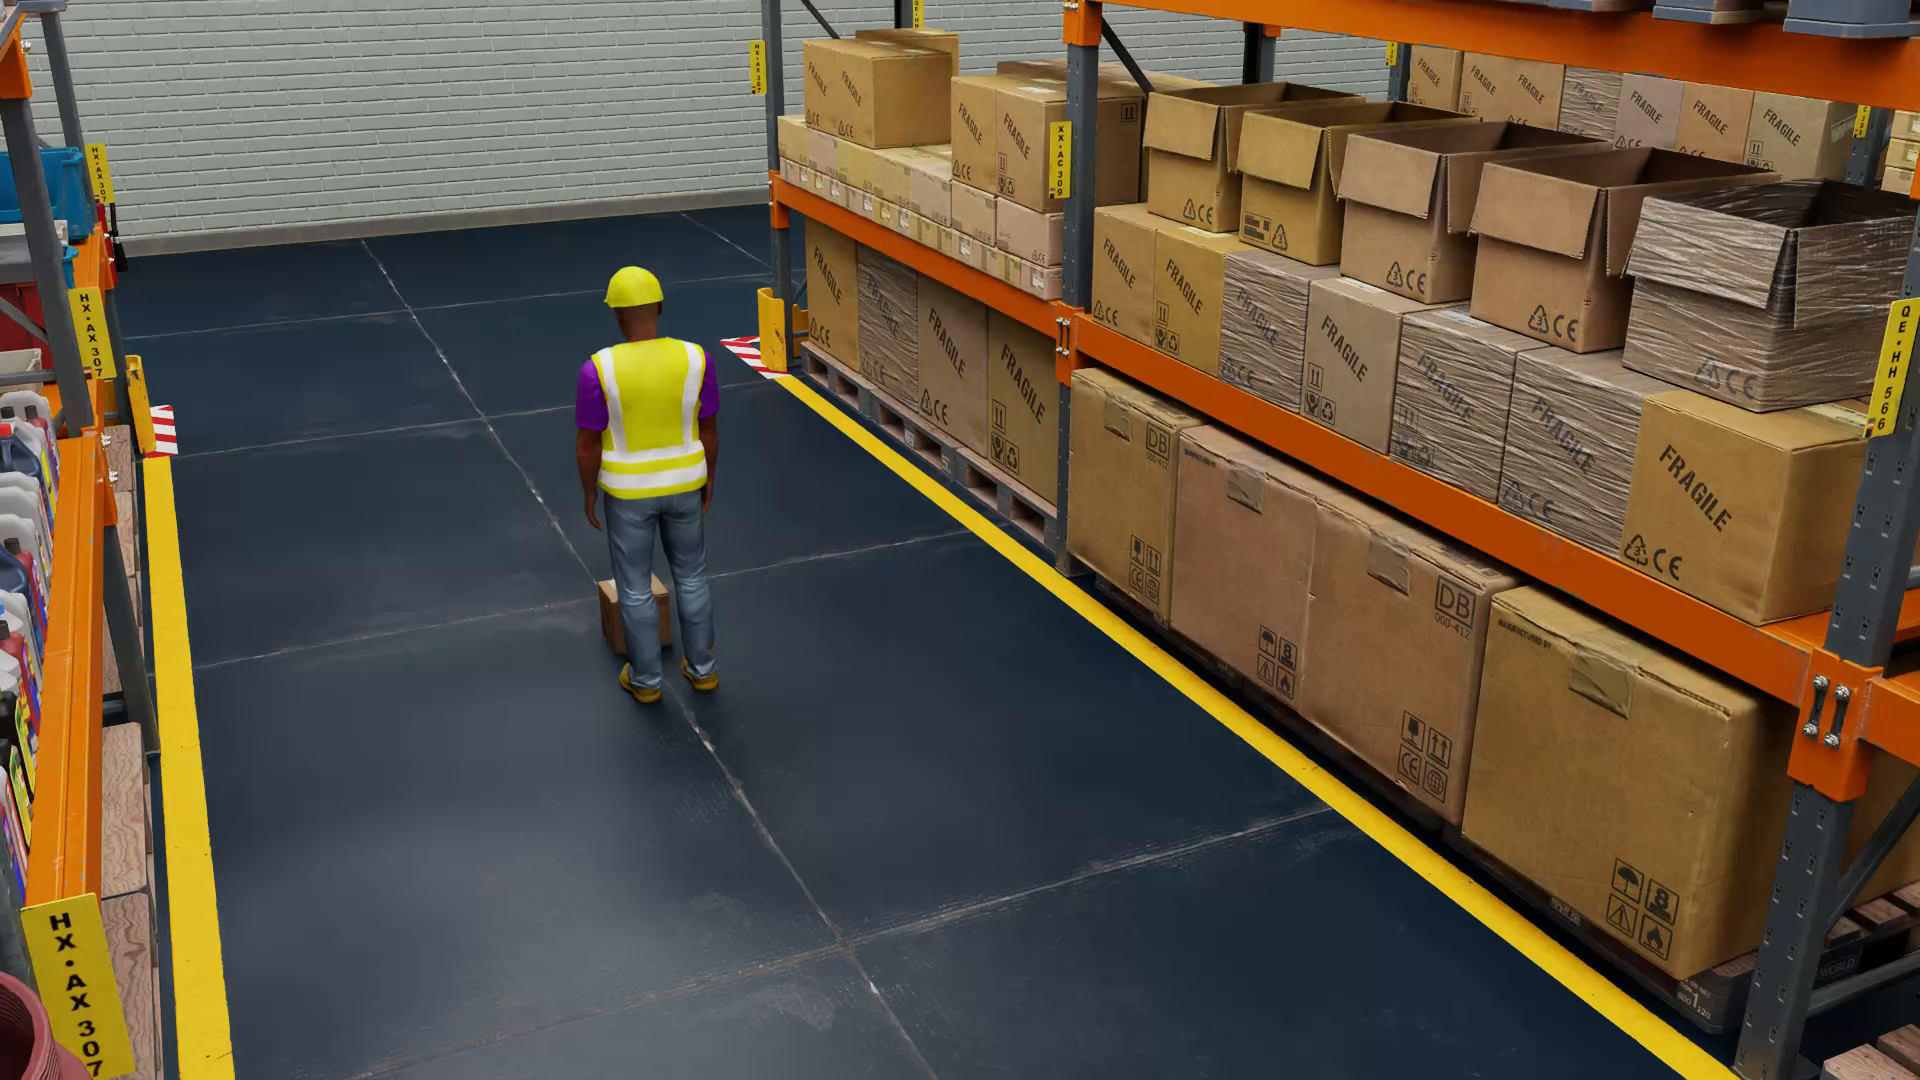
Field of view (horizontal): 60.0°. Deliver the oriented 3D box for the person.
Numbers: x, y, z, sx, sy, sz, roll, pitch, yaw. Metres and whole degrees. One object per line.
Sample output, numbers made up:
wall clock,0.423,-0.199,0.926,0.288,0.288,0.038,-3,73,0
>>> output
person,-1.225,-0.212,6.584,0.565,1.763,0.361,-10,24,-23
